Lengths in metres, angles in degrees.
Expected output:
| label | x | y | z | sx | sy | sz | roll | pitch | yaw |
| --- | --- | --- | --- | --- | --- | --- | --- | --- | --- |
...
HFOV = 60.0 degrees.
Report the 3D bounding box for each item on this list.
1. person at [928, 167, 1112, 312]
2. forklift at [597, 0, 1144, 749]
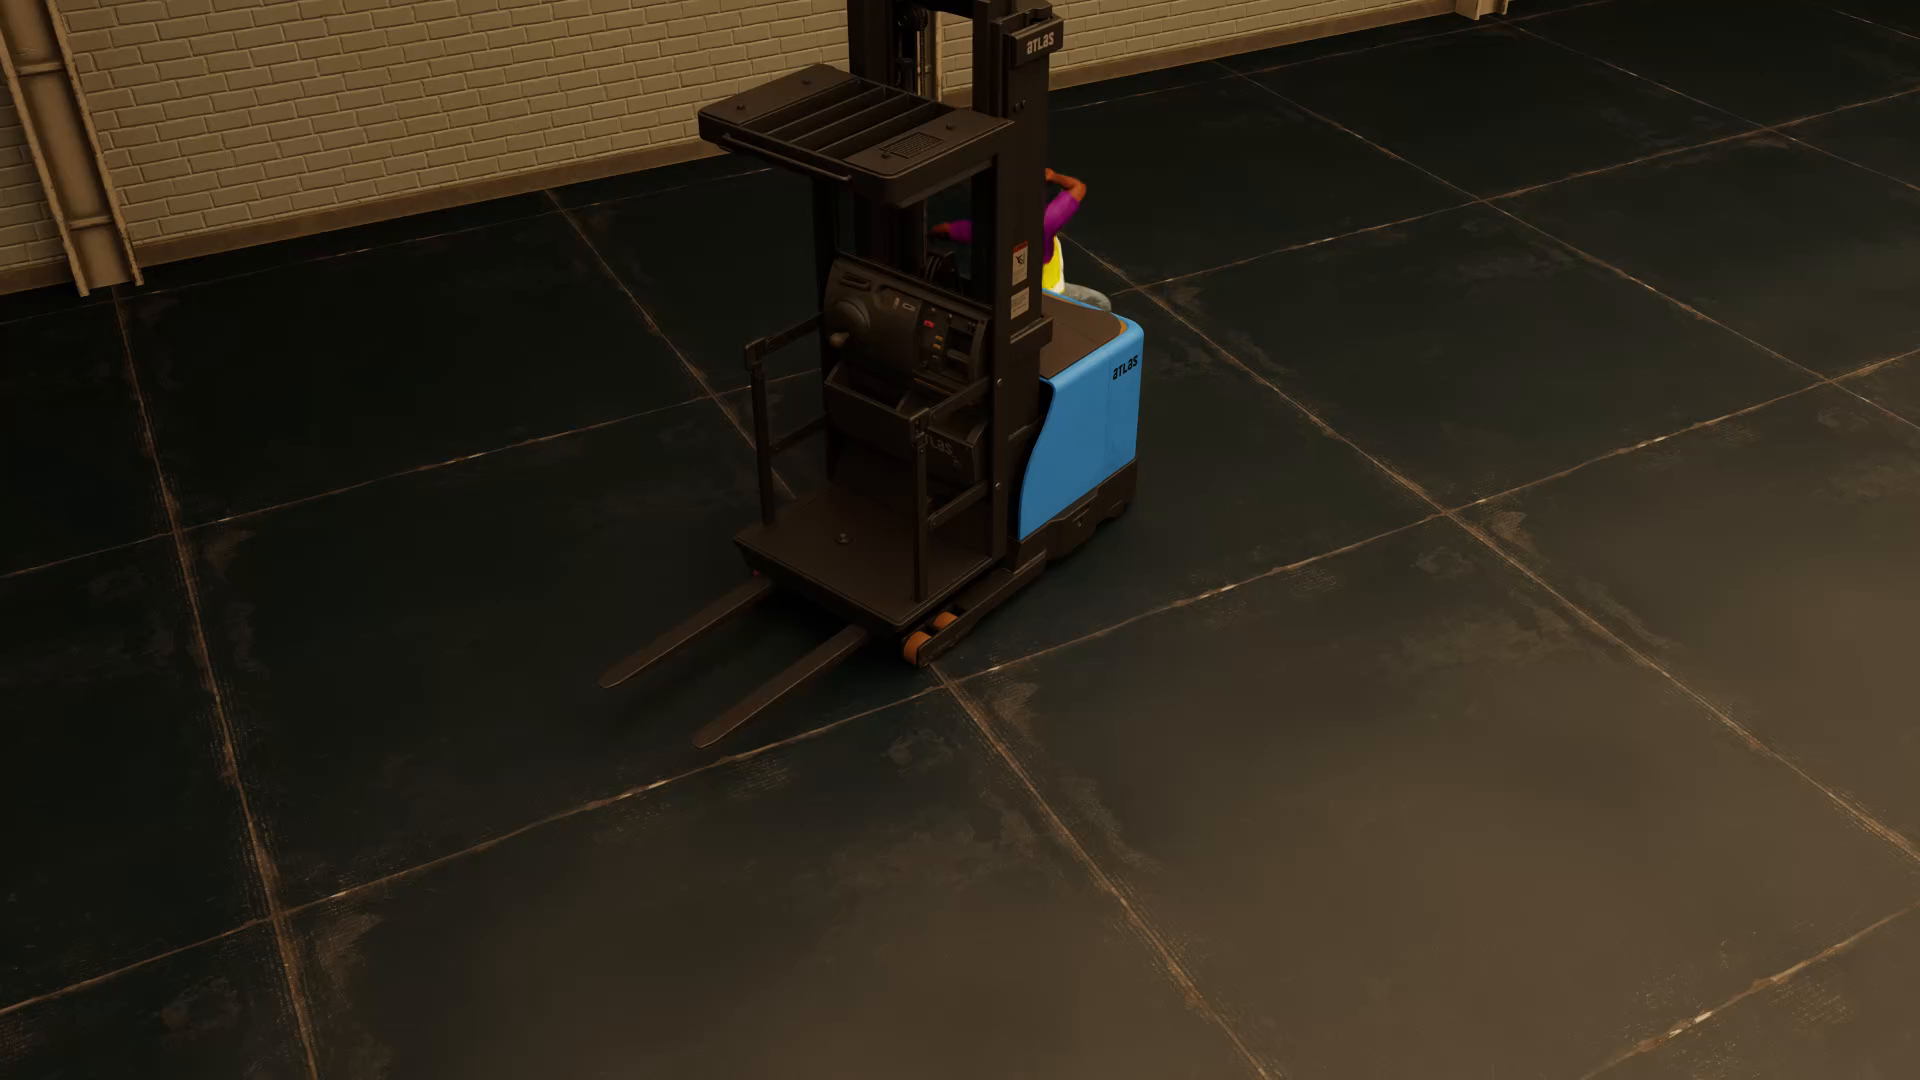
| label | x | y | z | sx | sy | sz | roll | pitch | yaw |
| --- | --- | --- | --- | --- | --- | --- | --- | --- | --- |
| person | 0.365 | -1.555 | 9.596 | 0.968 | 1.474 | 0.998 | -11 | 37 | -15 |
| forklift | -0.390 | -0.927 | 7.434 | 1.130 | 2.935 | 3.031 | 26 | 43 | 31 |
